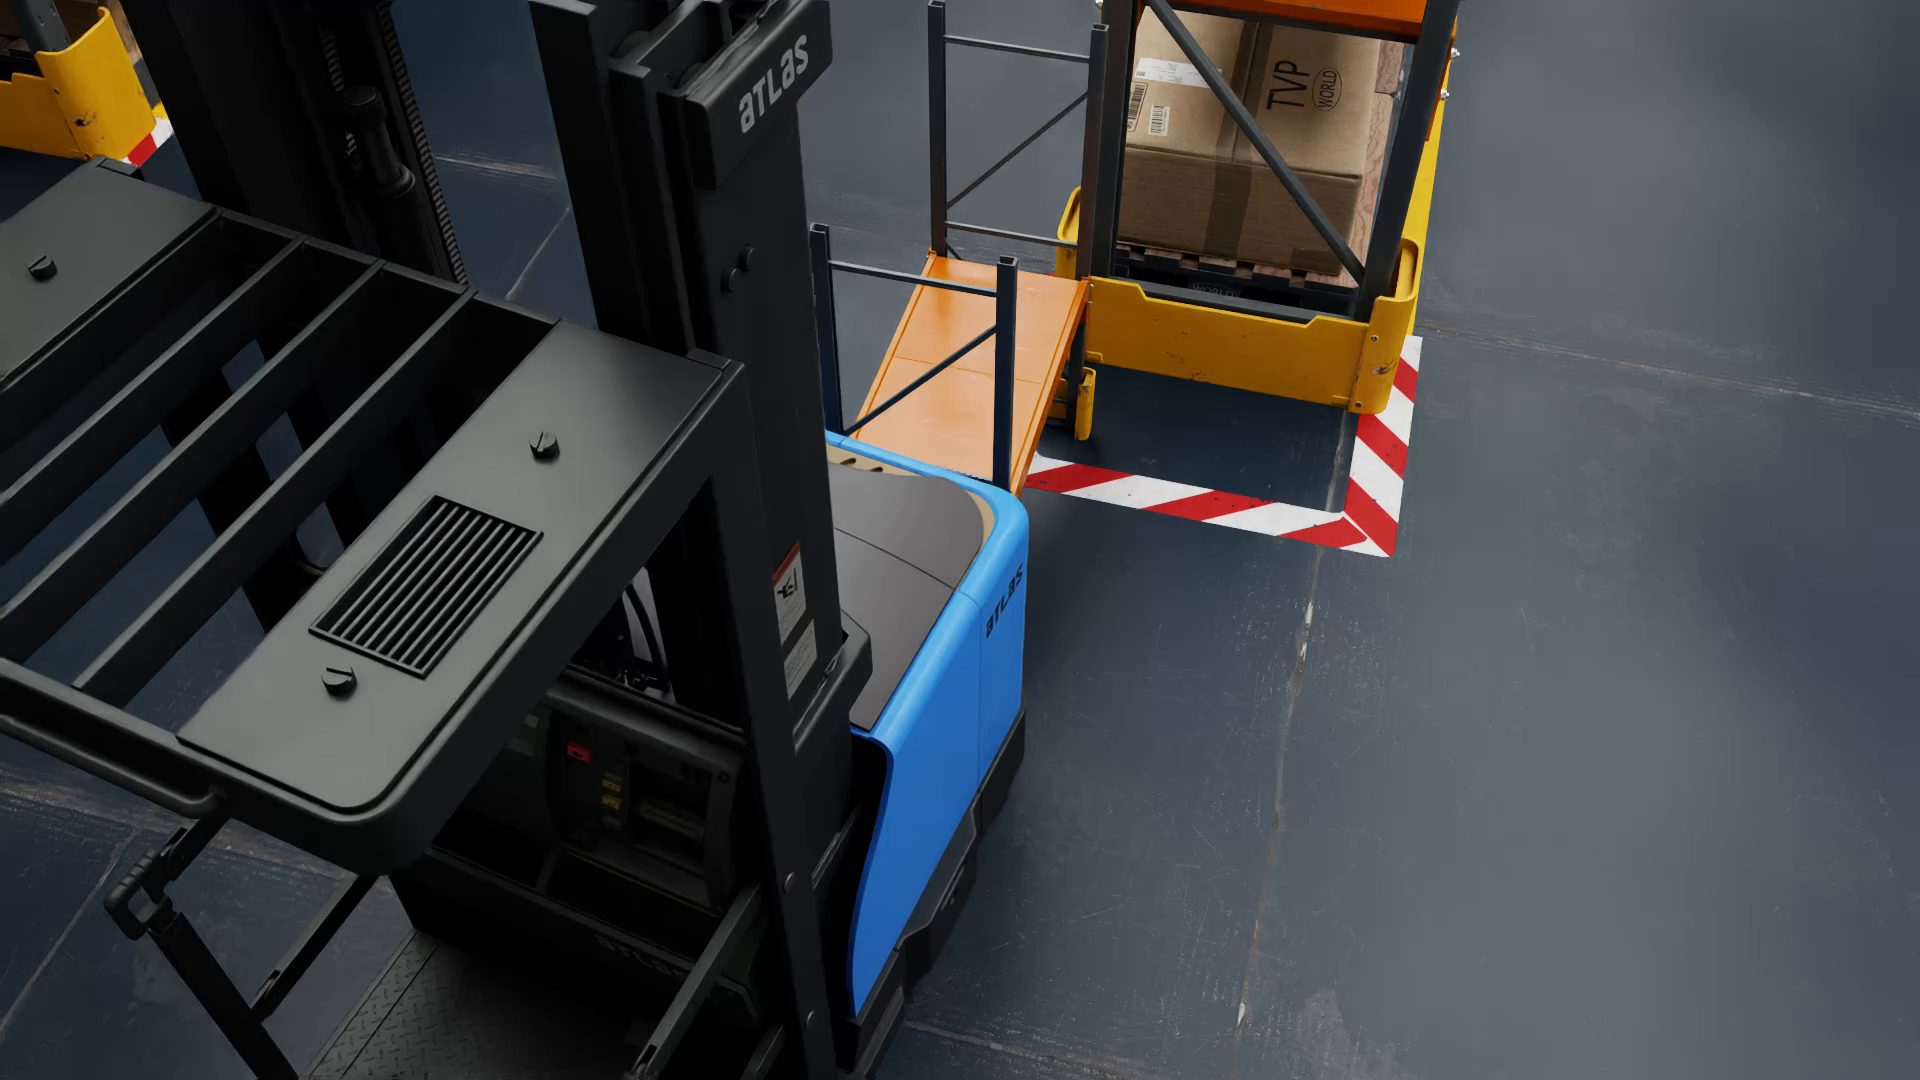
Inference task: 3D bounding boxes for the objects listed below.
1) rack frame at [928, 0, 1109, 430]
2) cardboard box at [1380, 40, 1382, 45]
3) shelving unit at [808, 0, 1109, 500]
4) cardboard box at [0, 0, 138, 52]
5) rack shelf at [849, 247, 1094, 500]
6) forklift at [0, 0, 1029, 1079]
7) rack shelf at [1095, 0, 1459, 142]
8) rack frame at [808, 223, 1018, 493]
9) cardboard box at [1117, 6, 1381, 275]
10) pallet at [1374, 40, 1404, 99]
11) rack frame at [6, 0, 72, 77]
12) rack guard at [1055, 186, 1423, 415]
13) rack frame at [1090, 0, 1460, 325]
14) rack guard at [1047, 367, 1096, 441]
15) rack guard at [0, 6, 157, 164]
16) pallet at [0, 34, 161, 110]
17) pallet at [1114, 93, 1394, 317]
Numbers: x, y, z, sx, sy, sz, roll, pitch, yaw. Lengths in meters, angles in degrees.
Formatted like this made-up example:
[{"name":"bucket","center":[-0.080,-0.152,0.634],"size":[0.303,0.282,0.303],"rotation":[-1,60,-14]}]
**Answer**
[{"name":"rack frame","center":[0.156,-0.926,5.067],"size":[0.500,1.500,0.032],"rotation":[12,50,10]},{"name":"cardboard box","center":[1.232,-2.112,6.542],"size":[0.875,0.438,0.875],"rotation":[13,50,11]},{"name":"shelving unit","center":[0.020,-0.551,4.736],"size":[0.587,1.500,1.083],"rotation":[12,50,10]},{"name":"cardboard box","center":[-3.615,-2.374,6.729],"size":[0.797,0.503,0.637],"rotation":[10,49,9]},{"name":"rack shelf","center":[0.022,-0.439,4.877],"size":[0.538,0.185,1.000],"rotation":[12,50,10]},{"name":"forklift","center":[-0.895,0.493,2.860],"size":[1.130,2.935,3.031],"rotation":[19,51,16]},{"name":"rack shelf","center":[1.448,-2.869,6.261],"size":[1.077,0.370,4.000],"rotation":[12,50,10]},{"name":"rack frame","center":[-0.111,-0.190,4.418],"size":[0.500,1.500,0.032],"rotation":[12,50,10]},{"name":"cardboard box","center":[0.999,-1.449,5.957],"size":[0.875,0.438,0.875],"rotation":[10,49,9]},{"name":"pallet","center":[1.380,-2.211,7.061],"size":[1.003,0.211,1.213],"rotation":[12,50,10]},{"name":"rack frame","center":[-3.868,-2.637,5.577],"size":[1.000,3.000,0.127],"rotation":[12,50,10]},{"name":"rack guard","center":[0.915,-0.816,5.637],"size":[1.175,0.500,0.348],"rotation":[12,50,10]},{"name":"rack frame","center":[0.922,-1.660,4.715],"size":[1.000,3.000,0.127],"rotation":[12,50,10]},{"name":"rack guard","center":[0.151,-0.498,5.523],"size":[0.587,0.250,0.087],"rotation":[12,50,10]},{"name":"rack guard","center":[-3.848,-1.865,6.563],"size":[1.175,0.500,0.348],"rotation":[12,50,10]},{"name":"pallet","center":[-3.639,-2.346,7.180],"size":[1.003,0.211,1.213],"rotation":[12,50,10]},{"name":"pallet","center":[1.057,-1.331,6.284],"size":[1.003,0.211,1.213],"rotation":[12,50,10]}]
